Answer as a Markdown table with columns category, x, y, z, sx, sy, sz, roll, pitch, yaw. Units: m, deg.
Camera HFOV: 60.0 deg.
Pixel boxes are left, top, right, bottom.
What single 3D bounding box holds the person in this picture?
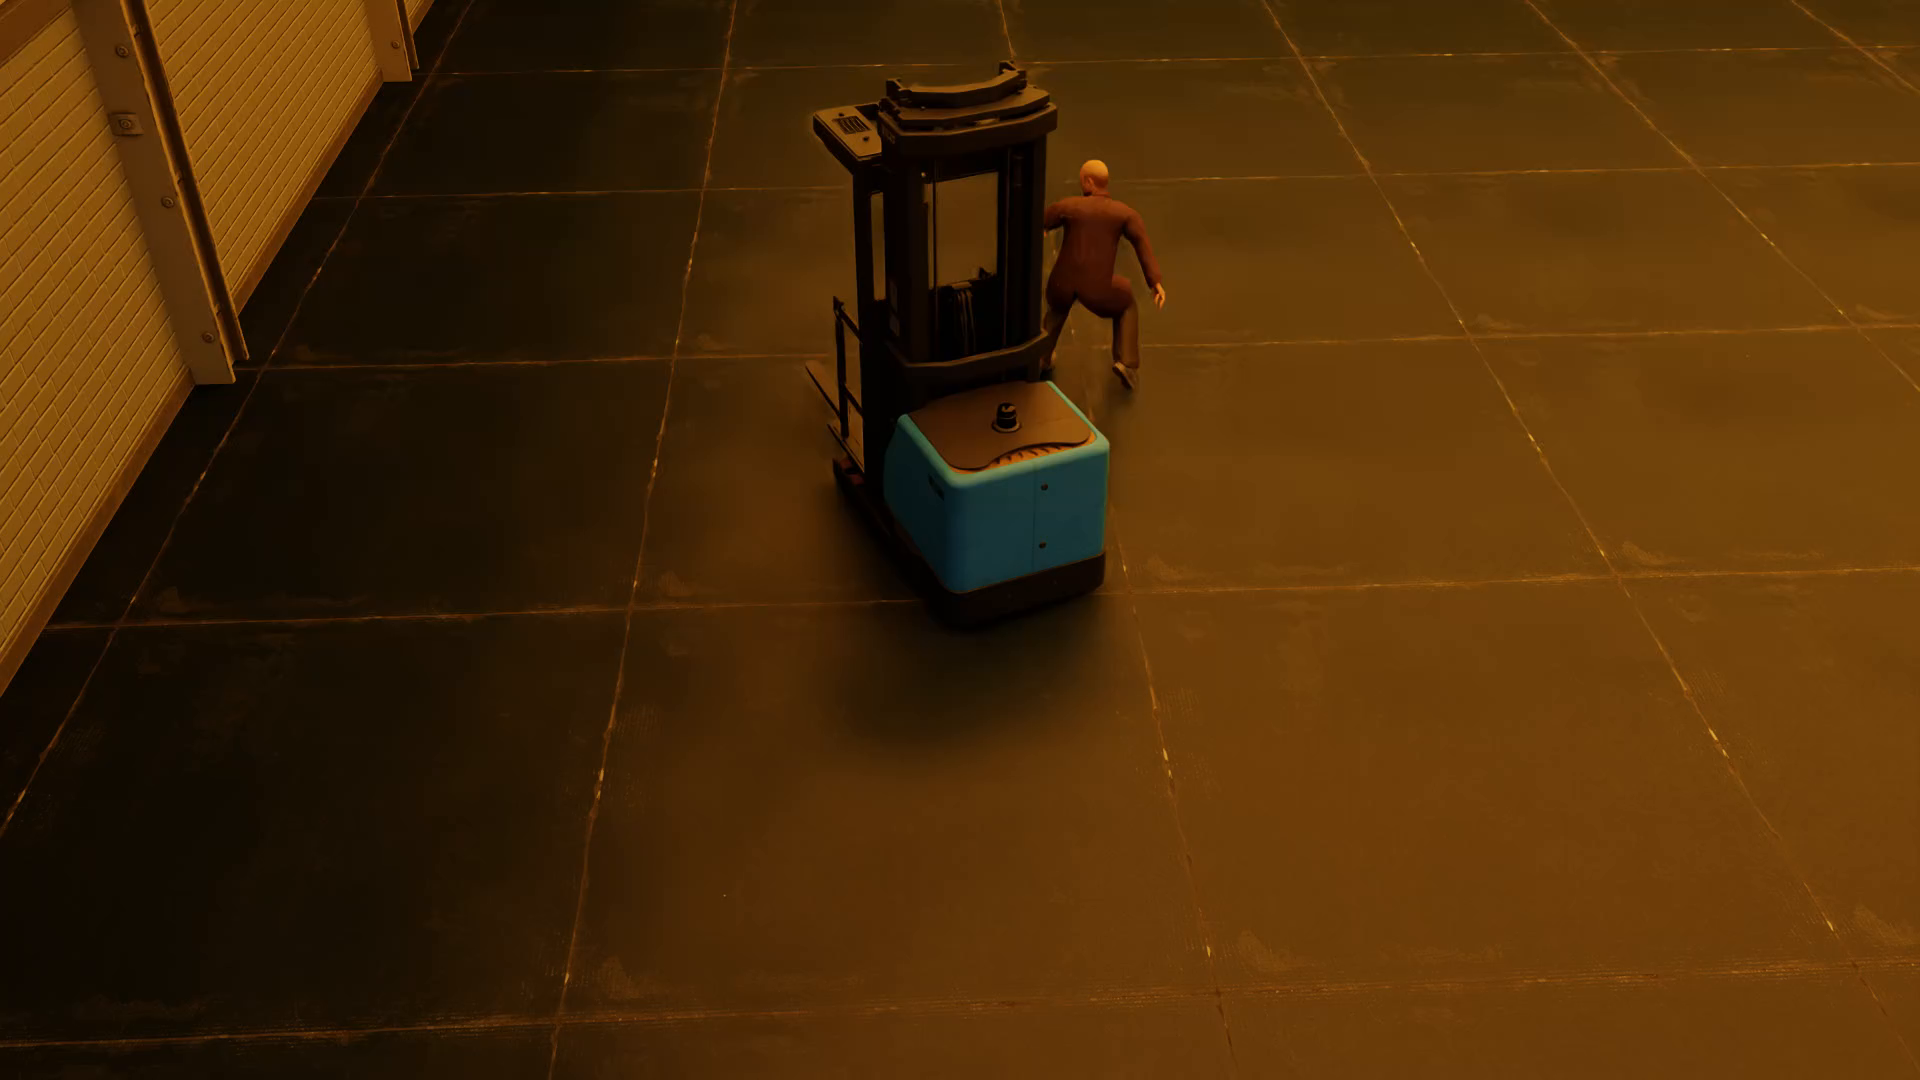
| category | x | y | z | sx | sy | sz | roll | pitch | yaw |
| --- | --- | --- | --- | --- | --- | --- | --- | --- | --- |
| person | 0.954 | -1.817 | 11.716 | 1.078 | 1.701 | 0.571 | 10 | 37 | 14 |

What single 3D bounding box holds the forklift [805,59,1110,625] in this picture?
| category | x | y | z | sx | sy | sz | roll | pitch | yaw |
| --- | --- | --- | --- | --- | --- | --- | --- | --- | --- |
| forklift | -0.188 | -1.548 | 10.136 | 1.130 | 2.935 | 3.031 | -15 | 39 | -19 |
